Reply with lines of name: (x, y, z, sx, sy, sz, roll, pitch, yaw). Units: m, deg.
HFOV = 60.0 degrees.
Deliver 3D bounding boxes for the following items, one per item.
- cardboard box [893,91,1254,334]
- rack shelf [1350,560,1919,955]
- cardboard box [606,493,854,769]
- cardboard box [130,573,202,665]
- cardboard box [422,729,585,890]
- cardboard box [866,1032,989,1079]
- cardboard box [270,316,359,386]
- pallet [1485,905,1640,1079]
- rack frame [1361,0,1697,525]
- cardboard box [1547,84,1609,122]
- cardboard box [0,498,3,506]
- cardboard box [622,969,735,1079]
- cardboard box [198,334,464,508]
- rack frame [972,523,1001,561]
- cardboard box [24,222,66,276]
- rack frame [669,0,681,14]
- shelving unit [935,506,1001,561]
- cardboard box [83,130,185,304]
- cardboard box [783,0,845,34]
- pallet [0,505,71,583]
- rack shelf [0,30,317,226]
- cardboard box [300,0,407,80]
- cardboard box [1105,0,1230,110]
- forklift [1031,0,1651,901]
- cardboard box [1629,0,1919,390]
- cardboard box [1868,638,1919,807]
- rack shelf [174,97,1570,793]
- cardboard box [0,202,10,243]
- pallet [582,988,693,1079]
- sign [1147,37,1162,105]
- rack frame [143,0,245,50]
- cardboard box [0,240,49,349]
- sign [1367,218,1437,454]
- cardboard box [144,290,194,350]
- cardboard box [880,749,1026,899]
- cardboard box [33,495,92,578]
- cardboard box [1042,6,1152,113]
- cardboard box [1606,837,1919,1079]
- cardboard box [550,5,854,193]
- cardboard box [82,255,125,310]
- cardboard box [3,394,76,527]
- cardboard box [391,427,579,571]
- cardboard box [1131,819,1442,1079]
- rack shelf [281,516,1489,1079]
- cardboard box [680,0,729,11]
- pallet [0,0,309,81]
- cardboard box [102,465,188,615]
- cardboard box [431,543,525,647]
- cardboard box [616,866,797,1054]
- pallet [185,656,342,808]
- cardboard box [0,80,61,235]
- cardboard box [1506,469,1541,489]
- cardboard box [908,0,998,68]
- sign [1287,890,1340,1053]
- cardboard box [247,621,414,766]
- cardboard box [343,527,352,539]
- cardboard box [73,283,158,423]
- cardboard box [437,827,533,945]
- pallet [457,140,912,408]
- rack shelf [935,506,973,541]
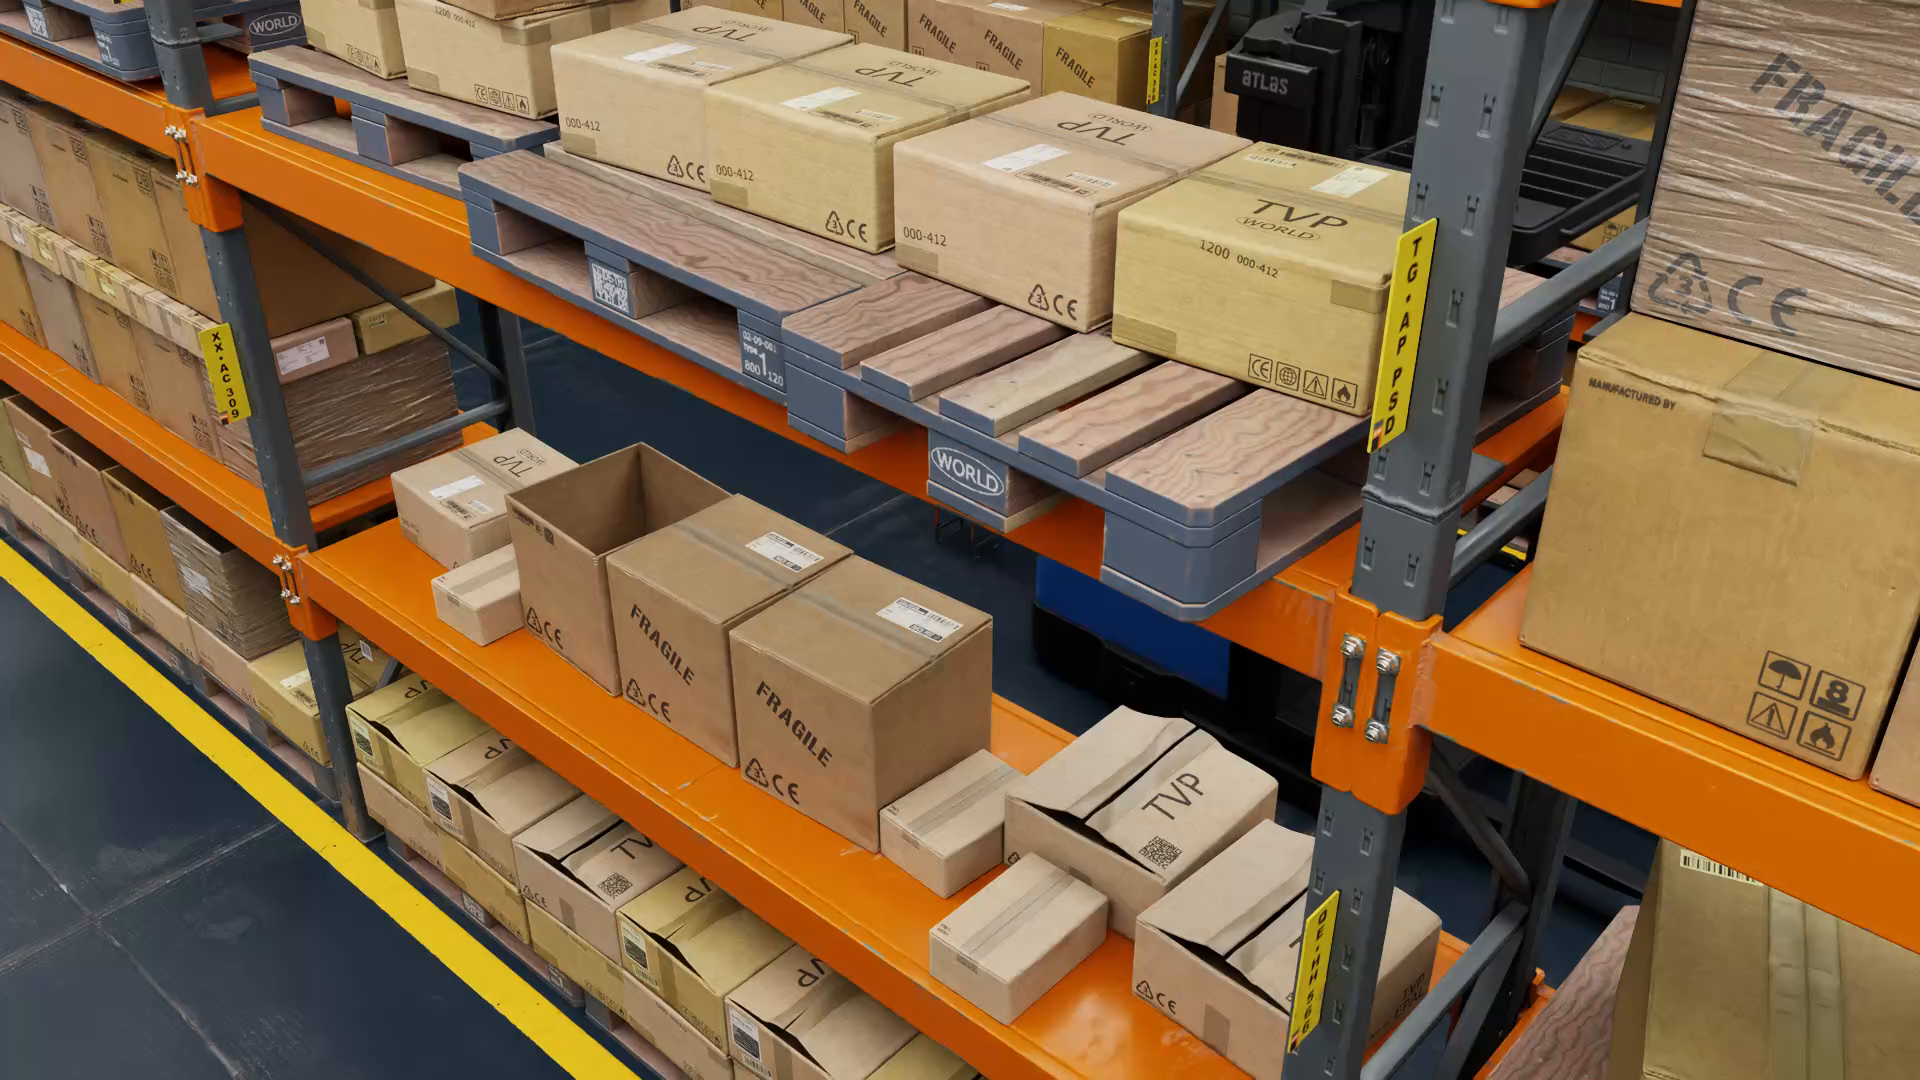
cardboard box: (0.220, -0.661, 3.269, 0.500, 0.250, 0.500, 26, 40, 36)
rack shelf: (2.478, 0.765, 1.860, 4.000, 0.370, 1.077, 25, 39, 35)
cardboard box: (-0.650, 0.250, 4.829, 0.500, 0.500, 0.500, 25, 39, 35)
cardboard box: (-3.206, 0.243, 7.198, 0.500, 0.250, 0.500, 25, 39, 35)
cardboard box: (-1.464, 0.837, 5.666, 0.500, 0.311, 0.500, 25, 39, 35)
cardboard box: (0.052, 1.543, 4.493, 0.500, 0.311, 0.500, 24, 39, 34)
cardboard box: (-2.316, -0.667, 5.724, 0.250, 0.149, 0.380, 25, 39, 35)
pallet: (1.545, 1.340, 3.302, 1.003, 0.211, 1.213, 25, 39, 35)
rack frame: (0.995, -1.520, 2.050, 0.127, 3.000, 1.000, 25, 39, 35)
cardboard box: (2.624, -1.860, 7.908, 0.700, 0.500, 0.500, -23, 38, -33)
cardboard box: (-4.688, -0.450, 8.348, 0.500, 0.250, 0.500, 25, 39, 35)
cardboard box: (-0.697, 1.430, 5.225, 0.500, 0.250, 0.500, 26, 40, 36)
cardboard box: (-2.304, -0.528, 6.122, 0.500, 0.500, 0.700, 24, 38, 34)
rack frame: (0.130, -0.389, 7.878, 0.008, 1.050, 0.200, 25, 39, 35)
cardboard box: (-3.455, -1.198, 6.606, 0.250, 0.149, 0.380, 27, 40, 37)
rack frame: (-1.615, -3.614, 11.346, 0.127, 3.000, 1.000, 25, 39, 35)
shelving unit: (0.040, -0.431, 7.948, 0.252, 1.050, 0.215, 25, 39, 35)
cardboard box: (-2.679, -1.259, 6.078, 0.500, 0.500, 0.700, 25, 39, 35)
cardboard box: (-0.724, -3.244, 10.129, 0.500, 0.500, 0.500, 24, 38, 34)
pallet: (-4.341, -0.276, 8.503, 1.213, 0.211, 1.003, 25, 39, 35)
rack shelf: (-3.454, -2.003, 6.459, 4.000, 0.370, 1.077, 25, 39, 35)
cardboard box: (-1.520, -1.518, 4.694, 0.500, 0.250, 0.500, -25, 39, -35)
cardboard box: (1.142, -2.738, 9.289, 0.500, 0.500, 0.500, 24, 38, 34)
forklift: (1.733, -0.395, 6.065, 3.031, 2.935, 1.130, 26, 40, 36)
cardboard box: (1.314, -0.553, 2.285, 0.500, 0.500, 0.500, 25, 39, 35)
cardboard box: (1.719, 0.037, 2.276, 0.500, 0.500, 0.910, 25, 39, 35)
rack shelf: (-0.488, -0.619, 4.159, 4.000, 0.370, 1.077, 25, 39, 35)
cardboard box: (-3.834, -1.376, 6.902, 0.250, 0.149, 0.380, 24, 39, 35)
pallet: (-0.489, 1.522, 5.516, 1.213, 0.211, 1.003, 25, 39, 35)
sign: (0.992, -2.391, 8.474, 0.005, 0.325, 0.100, 25, 39, 35)
rack frame: (-1.971, -2.905, 4.350, 0.127, 3.000, 1.000, 25, 39, 35)
cardboard box: (-3.842, -1.241, 7.306, 0.500, 0.500, 0.700, 25, 39, 35)
sign: (0.617, -0.281, 2.322, 0.005, 0.325, 0.100, 25, 39, 35)
cardboard box: (-2.694, -0.843, 6.017, 0.250, 0.149, 0.380, 24, 38, 34)
cardboard box: (0.012, 0.738, 4.360, 0.380, 0.149, 0.250, -26, 40, -36)
cardboard box: (-3.944, -0.105, 7.775, 0.500, 0.250, 0.500, 25, 39, 35)
cardboard box: (0.793, -2.541, 8.961, 0.500, 0.500, 0.500, 25, 39, 35)
cardboard box: (1.538, 1.002, 3.173, 0.500, 0.500, 0.700, 12, 33, 19)
cardboard box: (-0.594, -1.050, 3.916, 0.500, 0.250, 0.500, 21, 37, 31)
cardboard box: (-3.069, -1.020, 6.310, 0.250, 0.149, 0.380, 25, 39, 35)
cardboard box: (-3.937, -0.431, 7.589, 0.500, 0.500, 0.500, 25, 39, 35)
cardboard box: (-1.576, -0.116, 5.681, 0.500, 0.250, 0.500, -27, 40, -37)
cardboard box: (0.755, 0.946, 3.857, 0.500, 0.311, 0.500, -27, 40, -37)
rack shelf: (-0.488, 0.666, 4.933, 4.000, 0.370, 1.077, 25, 39, 35)
cardboard box: (-1.463, -3.600, 10.720, 0.500, 0.500, 0.500, 25, 39, 35)
pallet: (-2.620, -1.867, 5.620, 1.213, 0.211, 1.003, 25, 39, 35)
cardboard box: (-3.197, -0.084, 7.012, 0.500, 0.500, 0.500, 25, 39, 35)
cardboard box: (-1.451, 0.158, 5.323, 0.250, 0.149, 0.380, 25, 39, 35)
cardboard box: (-0.691, 1.193, 5.075, 0.500, 0.311, 0.500, 26, 40, 36)
pallet: (-2.532, 0.569, 7.100, 1.213, 0.211, 1.003, 25, 39, 35)
cardboard box: (-3.420, -1.605, 6.653, 0.500, 0.500, 0.700, 25, 39, 35)
cardboard box: (3.056, -0.576, 8.296, 0.500, 0.500, 0.700, 25, 39, 35)
cardboard box: (0.053, -2.890, 9.541, 0.500, 0.500, 0.500, 24, 38, 34)
sign: (0.625, 0.767, 2.945, 0.005, 0.325, 0.100, 25, 39, 35)
cardboard box: (-2.461, 0.587, 6.626, 0.500, 0.250, 0.500, 25, 39, 35)
cardboard box: (-2.480, -0.108, 7.053, 0.500, 0.500, 0.500, 25, 39, 35)
cardboard box: (-3.069, -0.884, 6.712, 0.500, 0.500, 0.700, 26, 39, 36)
cardboard box: (-1.460, 1.075, 5.814, 0.500, 0.250, 0.500, 26, 40, 36)
pallet: (-0.399, -0.741, 3.847, 1.213, 0.211, 1.003, 27, 40, 37)
rack shelf: (0.040, -0.184, 8.097, 0.240, 0.259, 0.215, 25, 39, 35)
